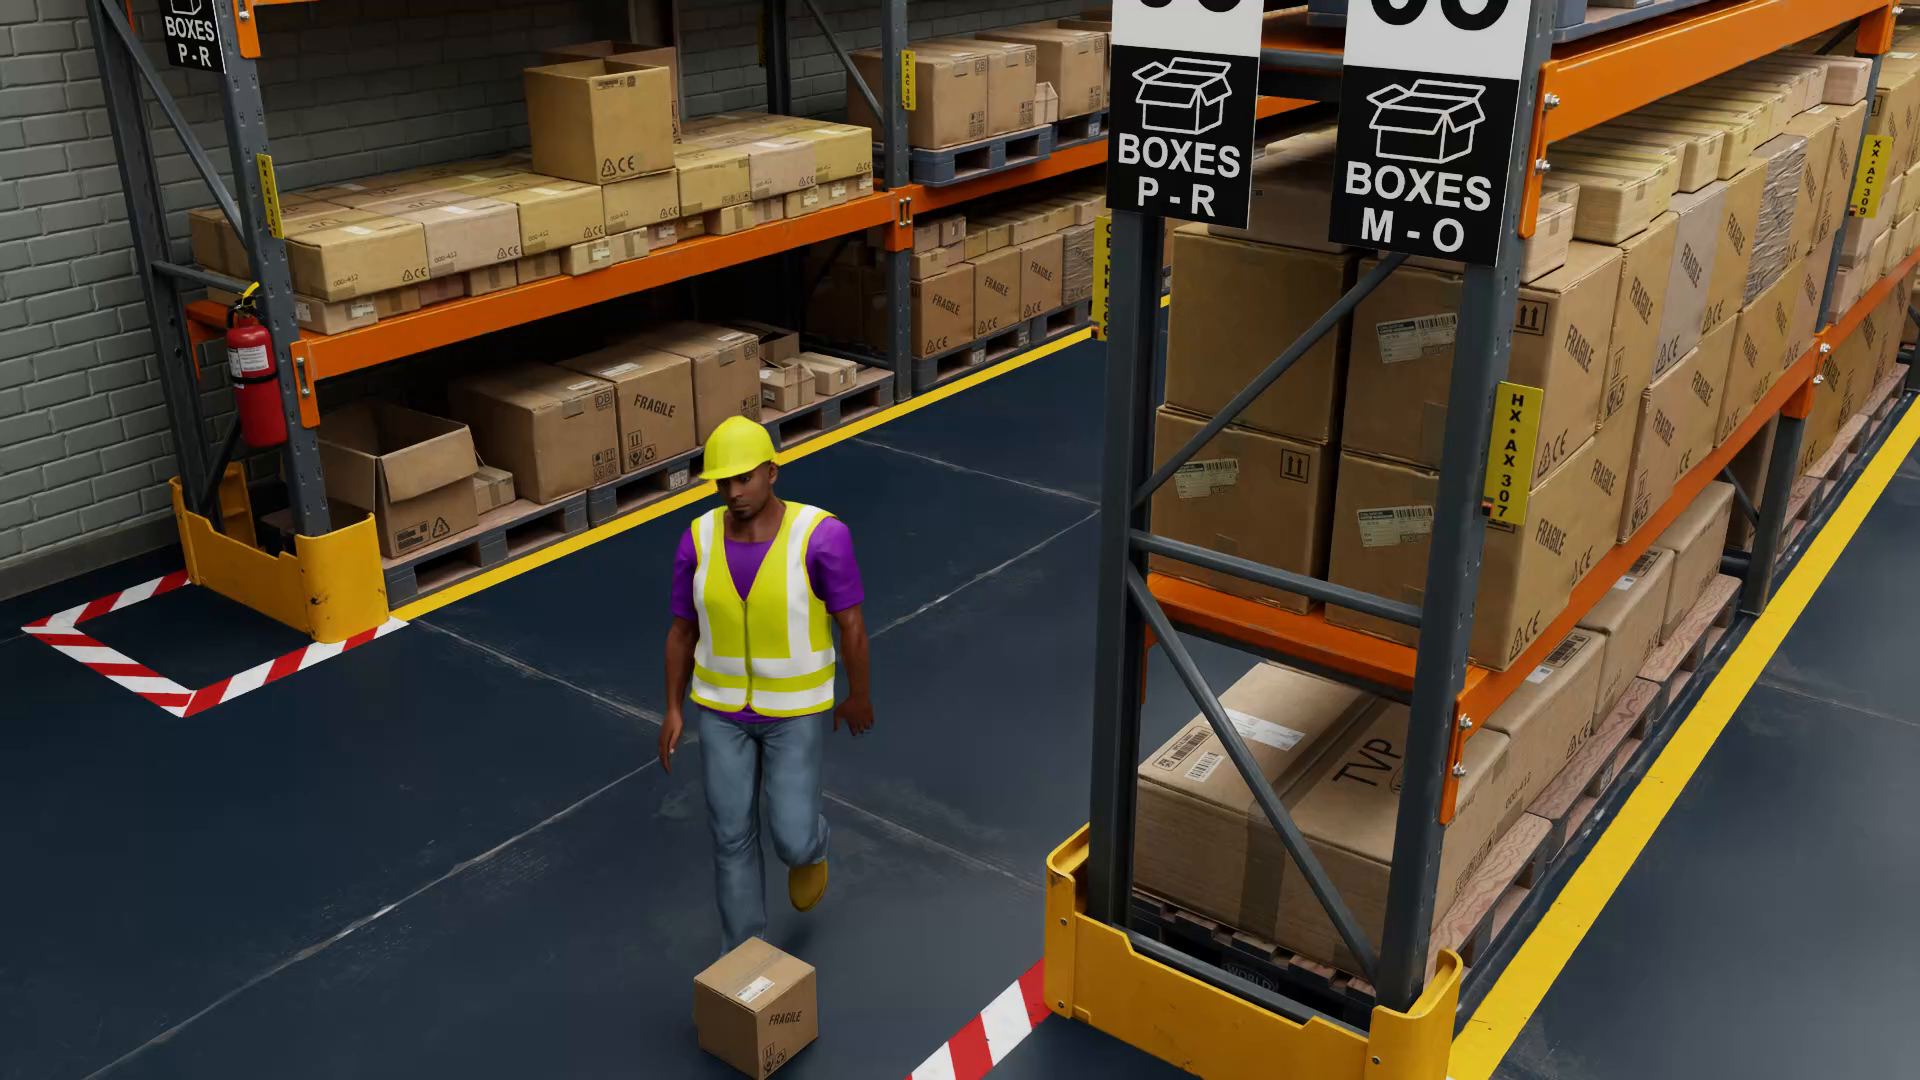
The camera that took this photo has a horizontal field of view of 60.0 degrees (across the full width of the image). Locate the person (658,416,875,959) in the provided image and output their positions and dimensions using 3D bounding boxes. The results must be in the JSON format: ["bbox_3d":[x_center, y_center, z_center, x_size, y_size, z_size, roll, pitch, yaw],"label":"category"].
[{"bbox_3d":[-0.597,0.532,4.890,0.609,1.720,0.778,4,24,9],"label":"person"}]
